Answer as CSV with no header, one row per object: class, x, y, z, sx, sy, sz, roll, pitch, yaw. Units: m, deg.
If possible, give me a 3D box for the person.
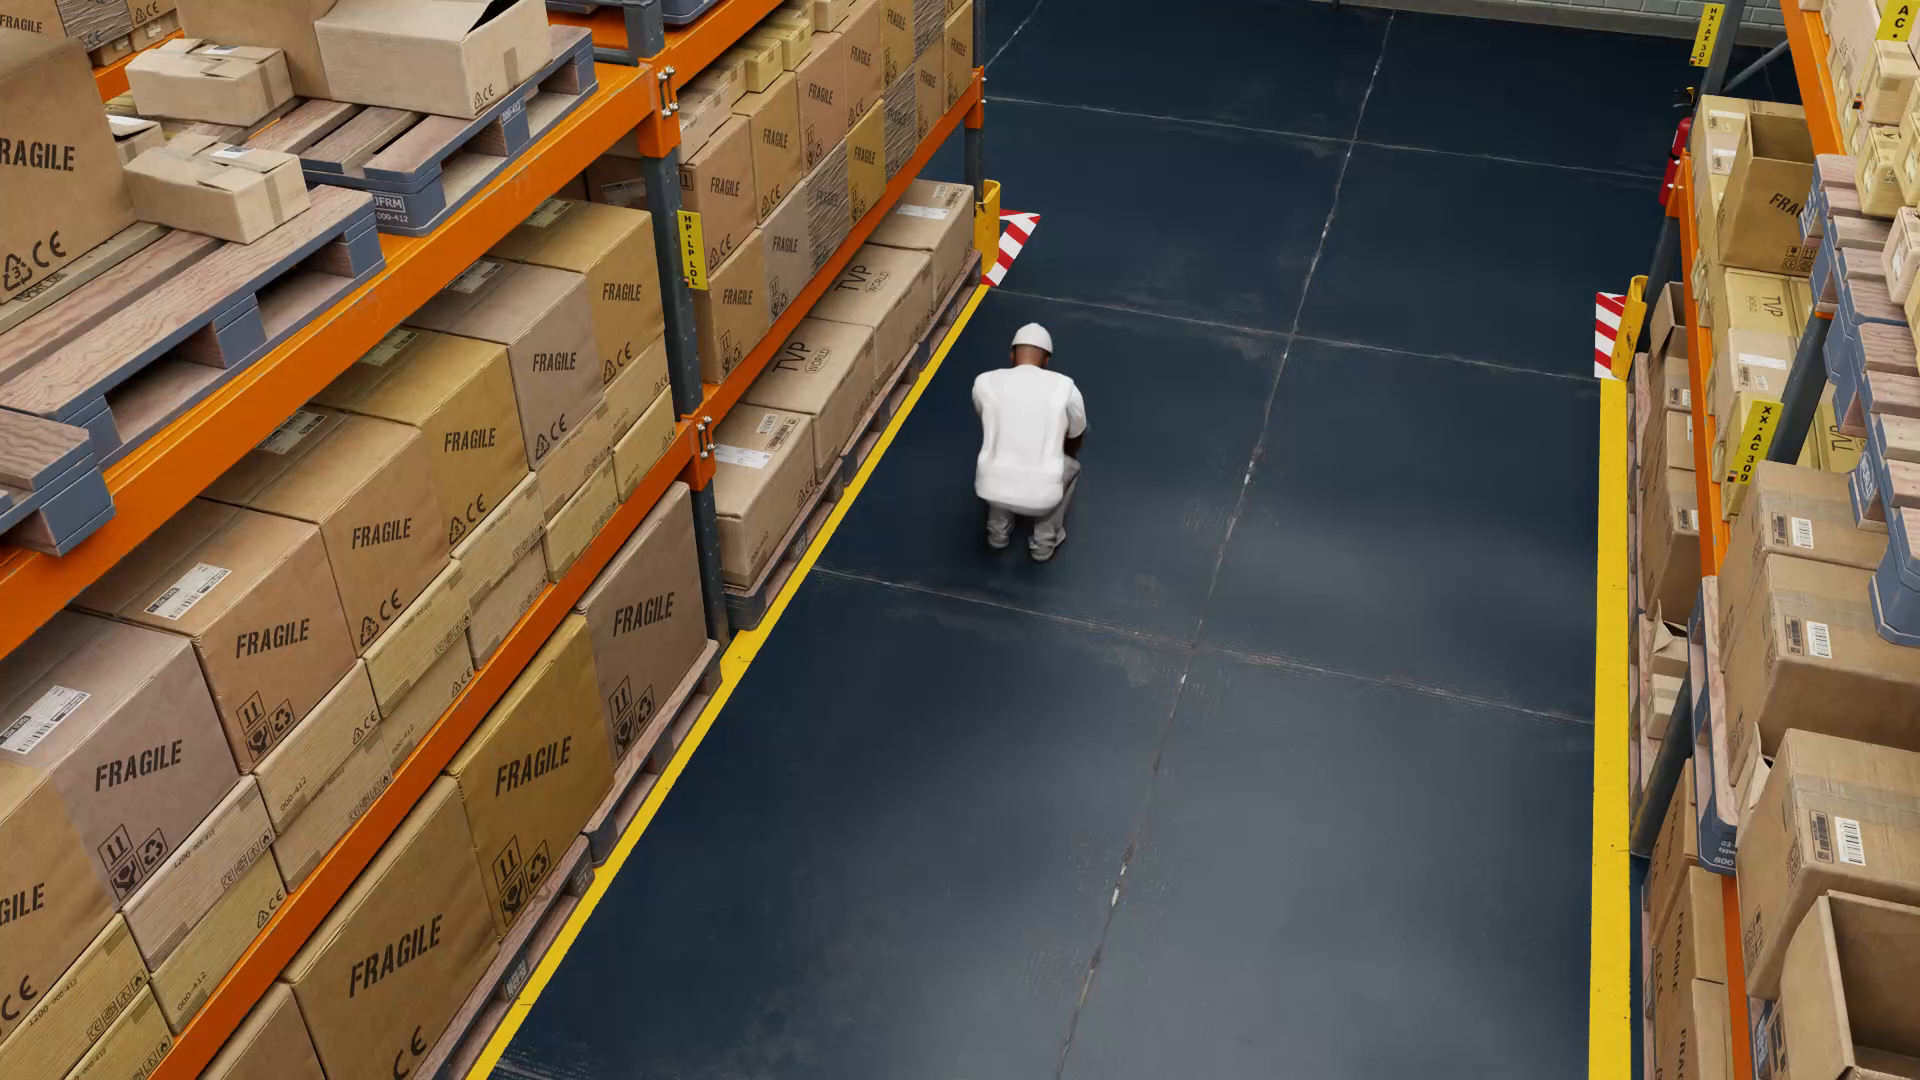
person,0.315,-0.482,8.155,0.555,1.010,0.893,9,38,12
